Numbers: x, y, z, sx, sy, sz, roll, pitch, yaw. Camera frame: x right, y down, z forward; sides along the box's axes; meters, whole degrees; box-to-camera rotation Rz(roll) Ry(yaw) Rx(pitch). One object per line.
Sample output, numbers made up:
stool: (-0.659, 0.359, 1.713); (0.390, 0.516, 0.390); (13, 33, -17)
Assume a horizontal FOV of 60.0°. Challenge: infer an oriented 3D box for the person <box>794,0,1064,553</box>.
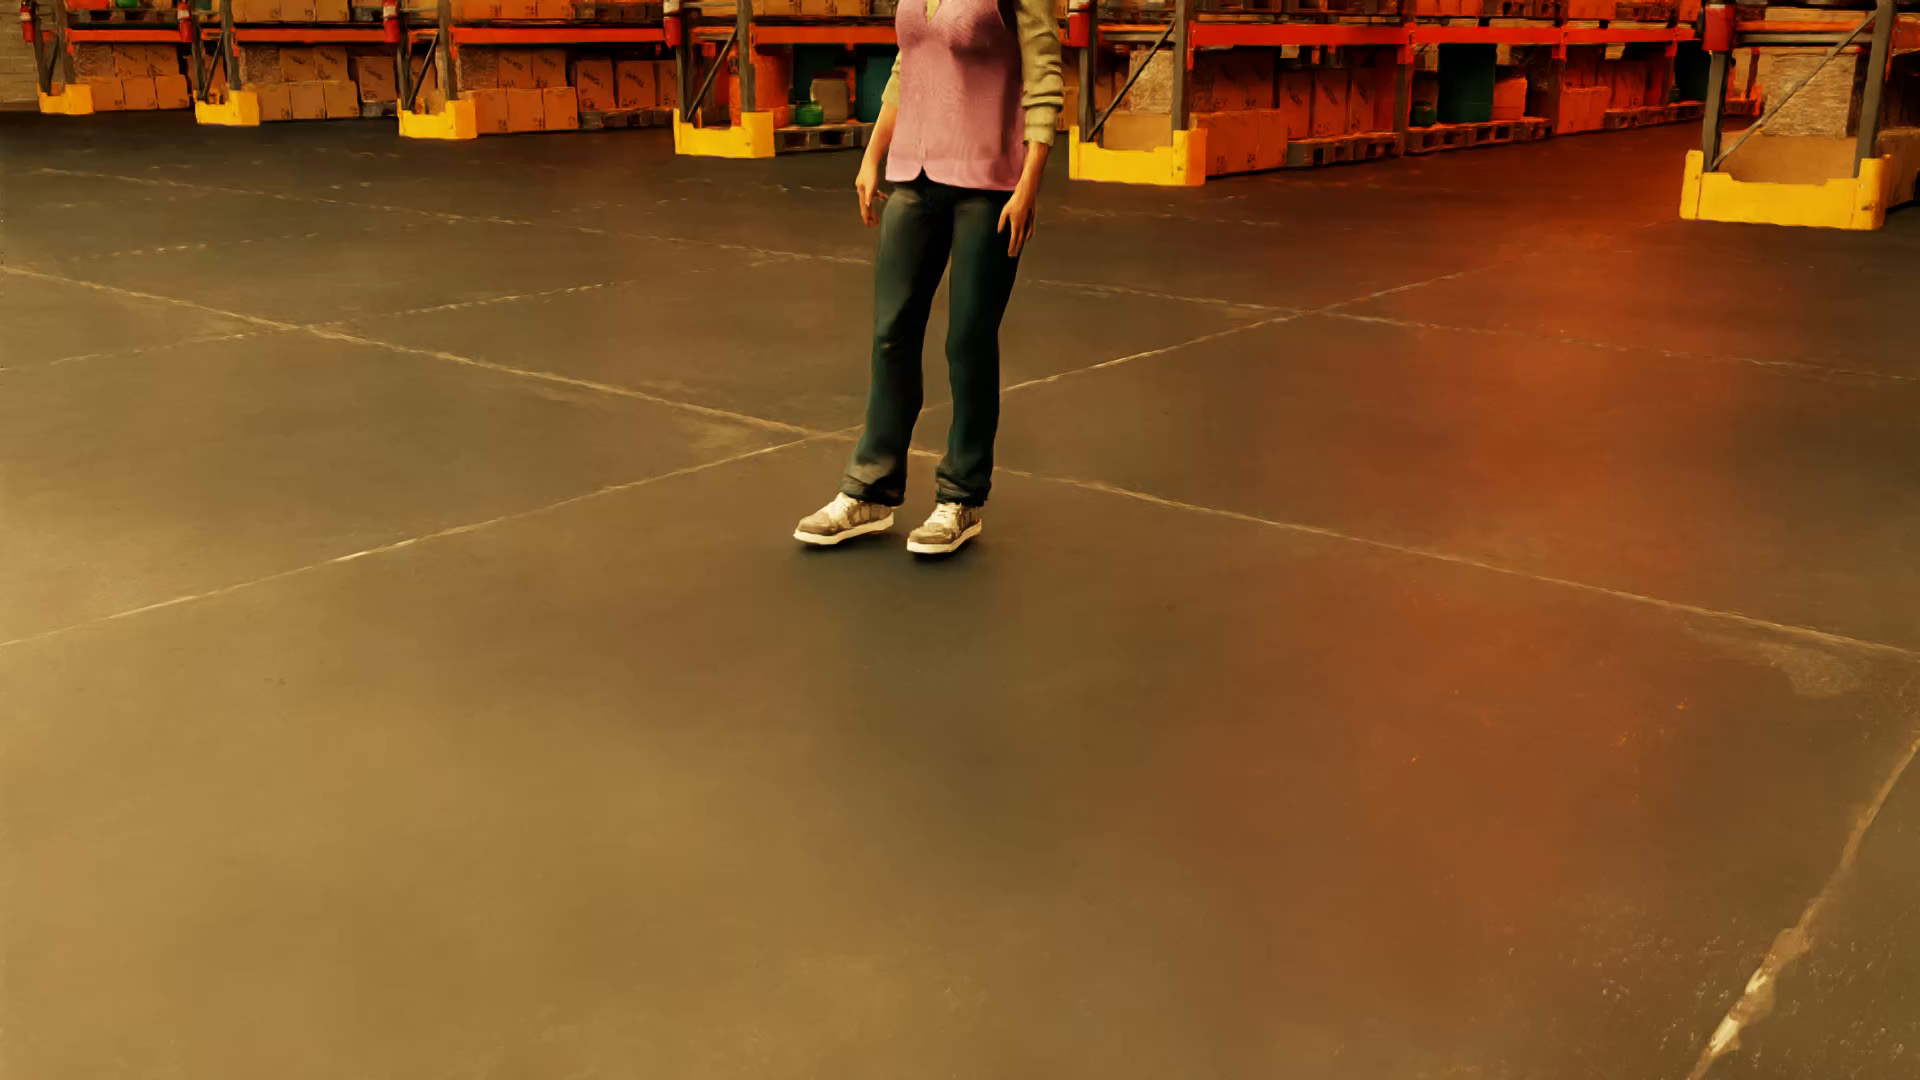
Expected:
person: (-0.058, -0.757, 3.661); (0.520, 1.597, 0.474); (13, 21, 37)
